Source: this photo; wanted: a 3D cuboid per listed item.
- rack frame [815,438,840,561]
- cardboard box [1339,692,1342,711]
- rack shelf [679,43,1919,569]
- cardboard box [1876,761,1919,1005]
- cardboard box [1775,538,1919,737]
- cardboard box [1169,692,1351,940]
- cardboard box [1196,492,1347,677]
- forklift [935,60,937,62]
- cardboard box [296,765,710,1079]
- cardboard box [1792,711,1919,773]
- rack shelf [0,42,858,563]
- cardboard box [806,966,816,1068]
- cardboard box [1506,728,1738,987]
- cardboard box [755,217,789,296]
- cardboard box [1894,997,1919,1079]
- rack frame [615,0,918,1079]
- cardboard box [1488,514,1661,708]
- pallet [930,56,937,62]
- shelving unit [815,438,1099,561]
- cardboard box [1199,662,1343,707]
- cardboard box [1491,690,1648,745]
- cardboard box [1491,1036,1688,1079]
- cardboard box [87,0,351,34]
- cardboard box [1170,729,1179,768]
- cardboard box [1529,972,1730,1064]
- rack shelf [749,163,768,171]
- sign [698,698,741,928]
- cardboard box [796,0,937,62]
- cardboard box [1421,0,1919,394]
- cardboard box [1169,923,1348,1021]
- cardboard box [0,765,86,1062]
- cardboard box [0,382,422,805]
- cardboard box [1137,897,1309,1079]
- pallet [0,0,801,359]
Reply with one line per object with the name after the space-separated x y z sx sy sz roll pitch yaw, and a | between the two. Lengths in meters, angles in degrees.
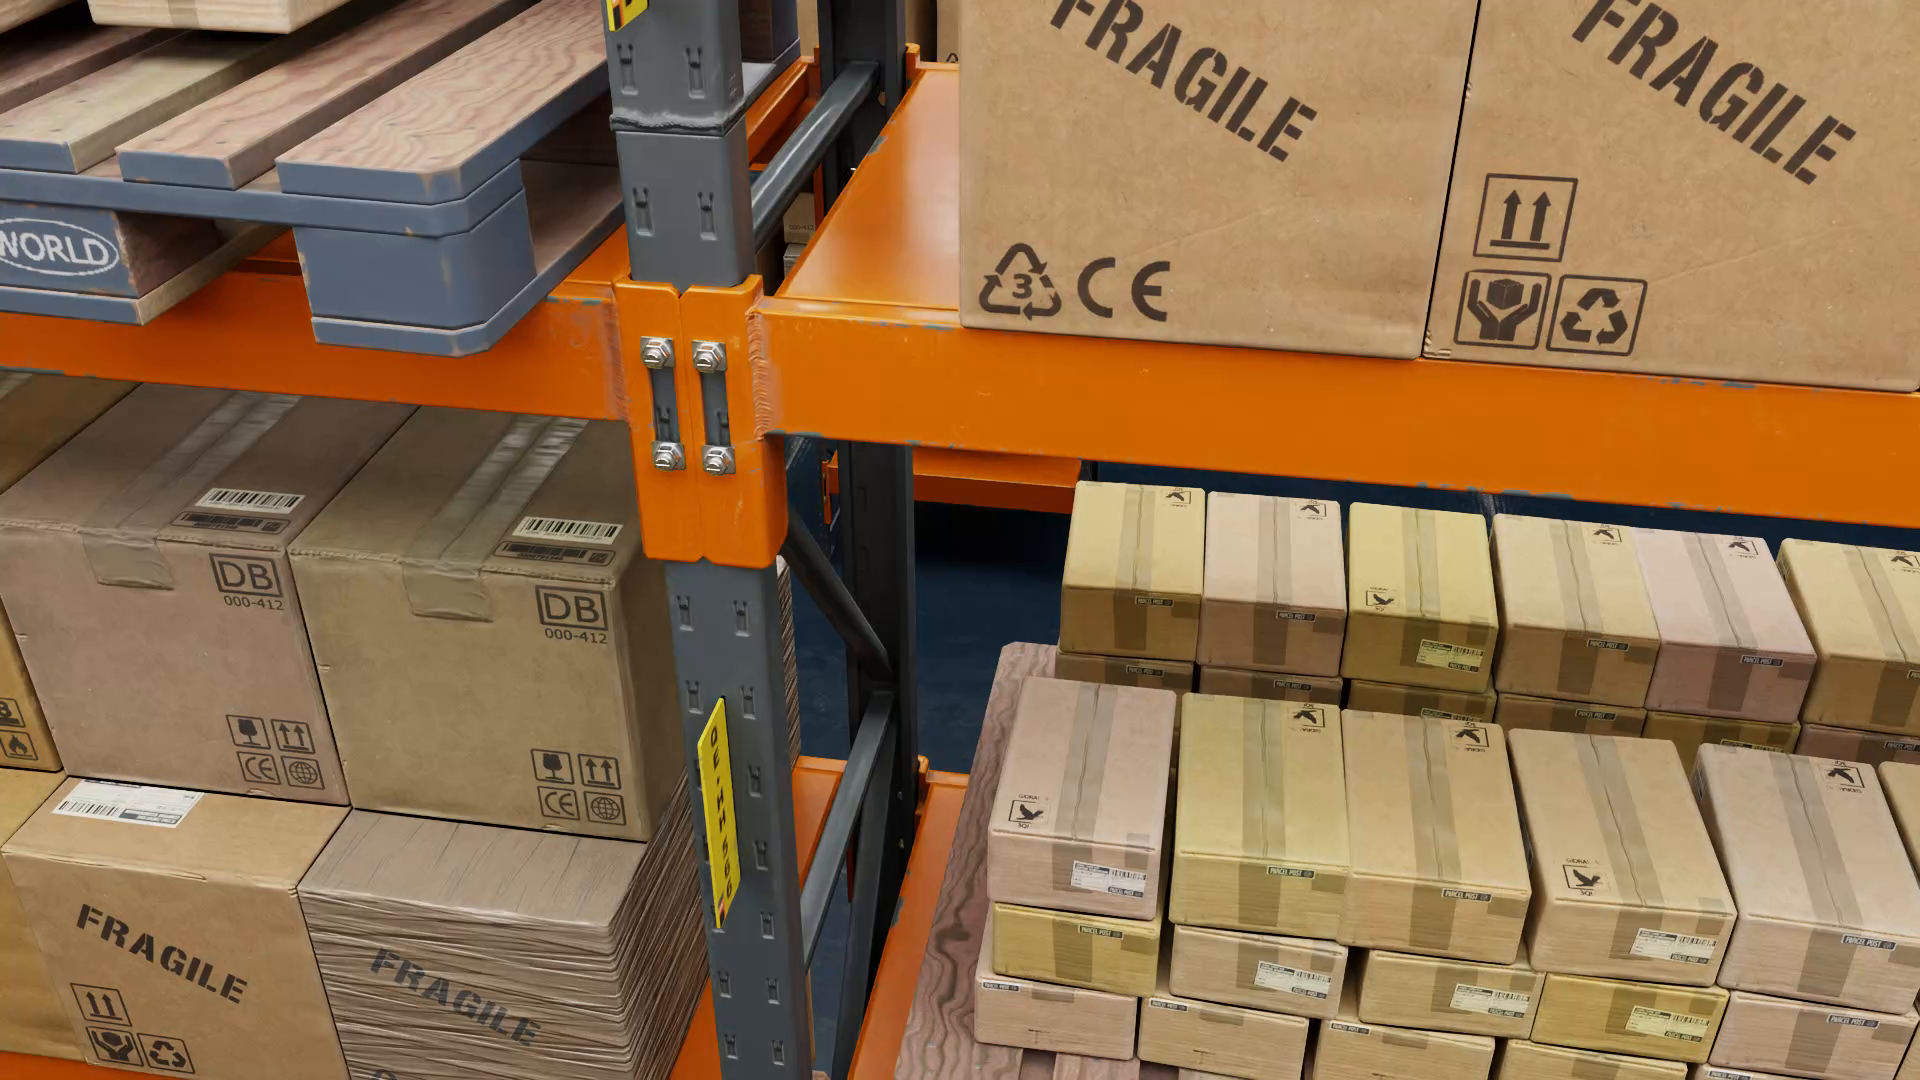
-0.494 -0.522 6.523 0.032 1.125 0.500 5 32 8 | rack frame
0.829 0.349 3.206 0.250 0.149 0.380 6 32 9 | cardboard box
1.739 -0.217 2.120 4.000 0.370 1.077 5 32 8 | rack shelf
1.486 0.507 2.394 0.250 0.149 0.380 6 33 10 | cardboard box
1.602 0.168 2.934 0.250 0.149 0.380 7 33 11 | cardboard box
0.456 0.413 2.544 0.250 0.149 0.380 4 32 7 | cardboard box
0.575 0.075 3.083 0.250 0.149 0.380 5 32 8 | cardboard box
0.508 -2.834 8.515 3.031 2.935 1.130 5 32 9 | forklift
-0.722 0.629 2.823 0.500 0.500 0.500 5 32 8 | cardboard box
1.603 0.294 3.014 0.250 0.149 0.380 6 33 9 | cardboard box
-2.204 -0.574 2.690 4.000 0.370 1.077 5 32 8 | rack shelf
-0.818 1.246 3.658 0.750 0.750 1.050 5 32 8 | cardboard box
0.958 0.461 2.467 0.250 0.149 0.380 4 32 6 | cardboard box
-1.071 -1.280 7.909 0.500 0.500 0.700 8 33 12 | cardboard box
1.480 0.636 2.467 0.250 0.149 0.380 5 32 8 | cardboard box
-0.232 0.571 3.010 0.127 3.000 1.000 5 32 8 | rack frame
1.097 0.120 3.011 0.250 0.149 0.380 6 33 10 | cardboard box
-0.019 -1.940 7.204 1.003 0.211 1.213 5 32 8 | pallet
0.007 -0.476 6.451 1.048 1.125 0.538 5 32 8 | shelving unit
0.594 0.203 3.160 0.250 0.149 0.380 6 33 10 | cardboard box
1.101 0.247 3.088 0.250 0.149 0.380 5 32 8 | cardboard box
0.971 0.716 2.619 0.250 0.149 0.380 7 33 10 | cardboard box
-0.860 -0.760 2.040 0.250 0.166 0.380 5 32 8 | cardboard box
0.331 0.303 3.279 0.250 0.149 0.380 6 32 9 | cardboard box
0.990 0.589 2.542 0.250 0.149 0.380 5 32 8 | cardboard box
-1.270 -1.887 7.616 4.000 0.370 1.077 5 32 8 | rack shelf
-0.323 0.371 2.239 0.005 0.325 0.100 5 32 8 | sign
-0.405 -2.259 7.042 0.500 0.500 0.700 10 33 15 | cardboard box
0.780 -0.511 1.819 0.500 0.500 0.500 5 32 8 | cardboard box
0.478 0.545 2.613 0.250 0.149 0.380 7 33 11 | cardboard box
-1.706 0.539 2.967 0.500 0.500 0.500 5 32 7 | cardboard box
-1.172 0.015 2.862 0.500 0.500 0.700 5 32 8 | cardboard box
0.439 0.669 2.694 0.250 0.149 0.380 7 33 11 | cardboard box
-0.876 -0.650 2.312 1.003 0.211 1.213 7 33 10 | pallet
